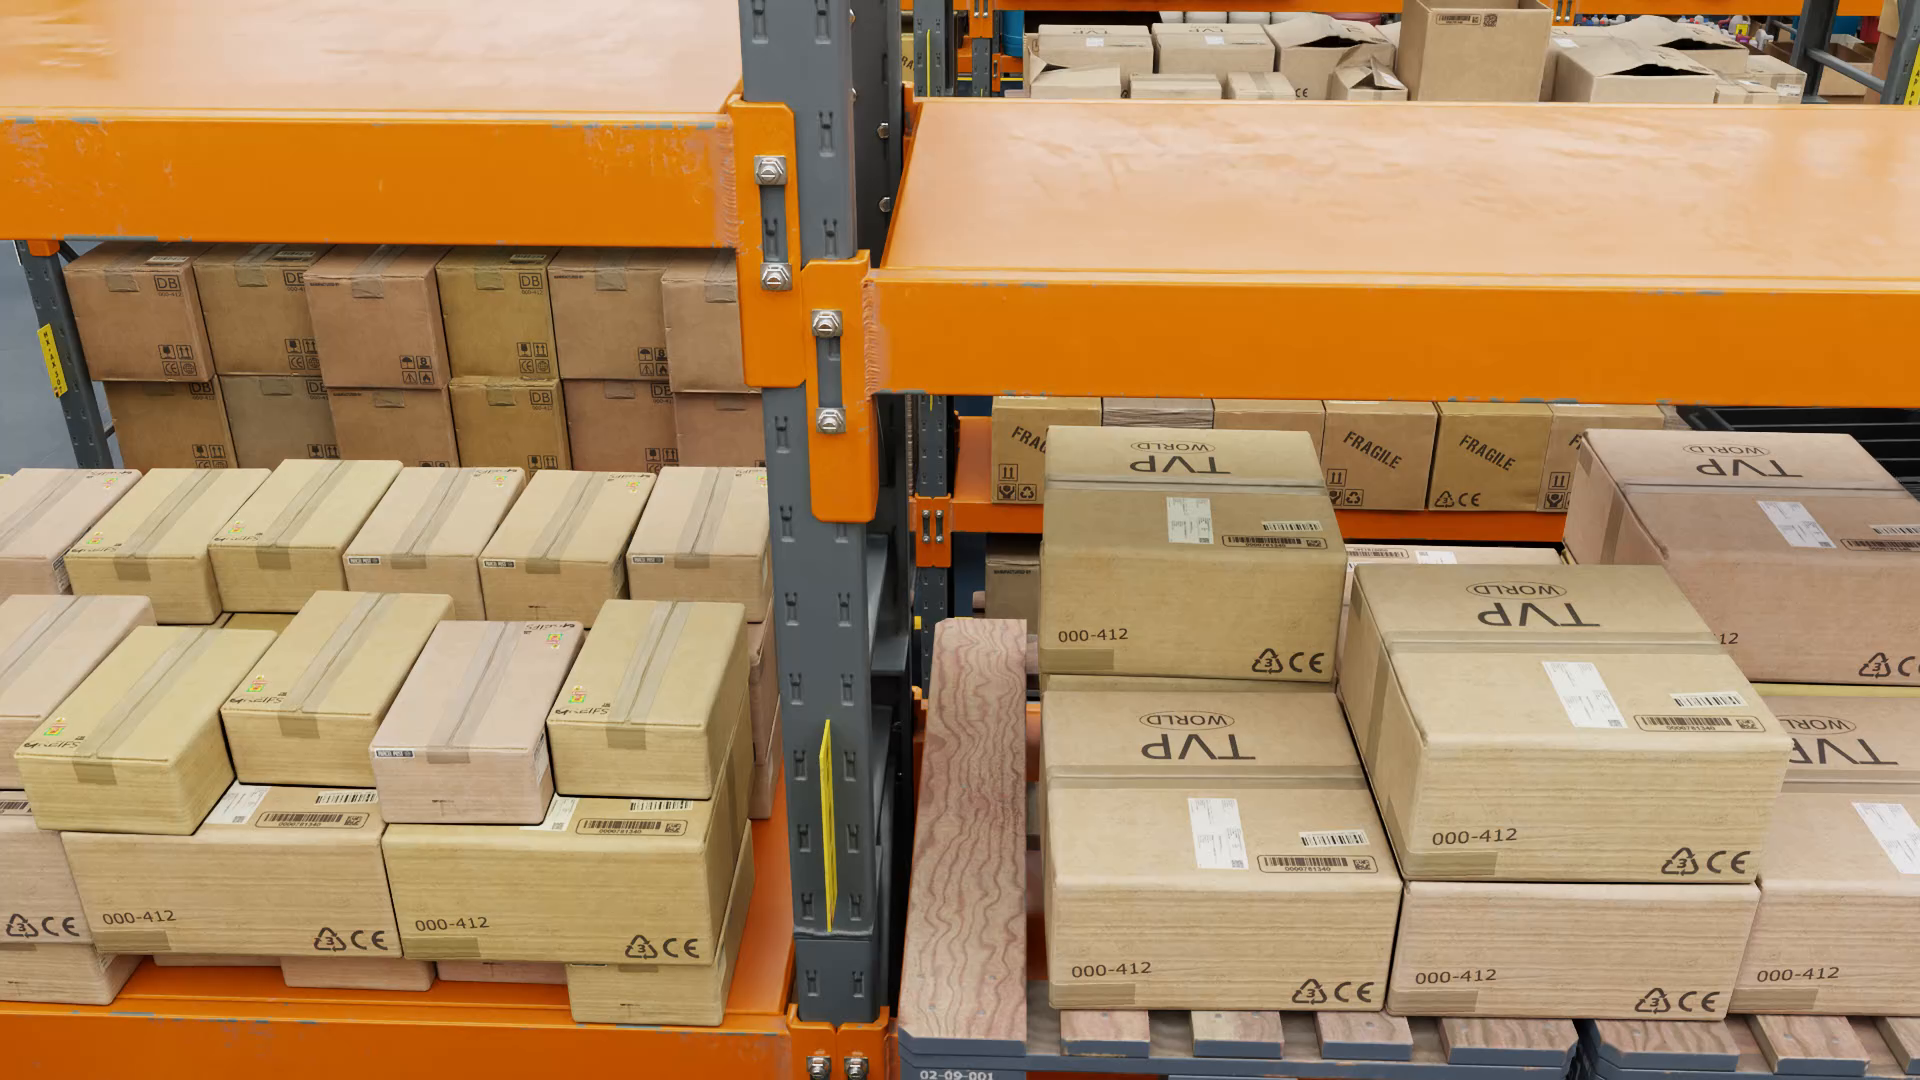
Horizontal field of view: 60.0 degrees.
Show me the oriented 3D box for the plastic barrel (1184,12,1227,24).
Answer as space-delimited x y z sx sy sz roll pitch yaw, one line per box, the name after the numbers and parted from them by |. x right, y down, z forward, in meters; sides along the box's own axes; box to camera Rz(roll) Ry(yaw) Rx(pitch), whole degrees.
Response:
2.454 -5.151 16.620 0.433 0.535 0.433 0 28 0 | plastic barrel

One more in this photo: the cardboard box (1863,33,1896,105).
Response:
4.467 -2.004 7.518 0.500 0.500 0.500 1 28 2 | cardboard box

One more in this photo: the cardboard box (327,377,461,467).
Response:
-2.630 -0.671 8.154 0.550 0.550 0.875 1 28 2 | cardboard box

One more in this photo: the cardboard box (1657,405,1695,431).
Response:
3.427 -0.451 7.791 0.500 0.500 0.500 1 28 2 | cardboard box

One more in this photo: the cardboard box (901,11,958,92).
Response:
-0.275 -3.655 12.450 0.500 0.500 0.500 1 28 2 | cardboard box

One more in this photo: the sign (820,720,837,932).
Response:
-0.196 0.428 2.485 0.005 0.325 0.100 1 28 2 | sign

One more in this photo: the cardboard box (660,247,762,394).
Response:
-1.032 -1.111 7.830 0.550 0.550 0.875 1 28 2 | cardboard box

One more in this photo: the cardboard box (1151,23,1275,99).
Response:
1.131 -2.162 7.528 0.500 0.250 0.500 1 28 1 | cardboard box

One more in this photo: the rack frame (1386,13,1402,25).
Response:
4.338 -5.163 16.787 0.127 3.000 1.000 1 28 2 | rack frame

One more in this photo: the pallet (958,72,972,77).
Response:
-0.274 -6.348 22.000 1.213 0.211 1.003 1 28 2 | pallet

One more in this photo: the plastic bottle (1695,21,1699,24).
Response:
7.220 -4.940 16.419 0.185 0.351 0.144 1 28 2 | plastic bottle

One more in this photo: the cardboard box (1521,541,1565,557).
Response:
3.282 0.232 8.564 0.750 0.750 1.050 1 28 1 | cardboard box

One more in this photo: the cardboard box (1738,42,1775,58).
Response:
5.544 -3.300 12.095 0.637 0.503 0.797 2 28 3 | cardboard box

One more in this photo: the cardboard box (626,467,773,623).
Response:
-0.487 0.003 3.256 0.250 0.149 0.380 0 28 1 | cardboard box

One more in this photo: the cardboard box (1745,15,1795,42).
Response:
10.392 -6.478 21.463 0.637 0.503 0.797 1 28 2 | cardboard box

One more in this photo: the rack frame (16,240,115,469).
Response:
-4.108 -0.657 8.287 0.127 3.000 1.000 1 28 2 | rack frame

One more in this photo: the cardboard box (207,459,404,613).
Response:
-1.274 -0.013 3.286 0.250 0.149 0.380 1 28 1 | cardboard box

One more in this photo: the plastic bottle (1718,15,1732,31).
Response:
7.851 -5.253 17.082 0.133 0.283 0.061 1 28 2 | plastic bottle

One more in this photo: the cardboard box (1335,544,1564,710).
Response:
0.910 0.236 3.112 0.500 0.250 0.500 1 28 2 | cardboard box

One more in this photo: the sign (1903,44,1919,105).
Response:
3.859 -1.854 6.705 0.005 0.325 0.100 1 28 2 | sign

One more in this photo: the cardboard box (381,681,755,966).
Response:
-0.637 0.456 2.827 0.500 0.250 0.500 1 28 1 | cardboard box

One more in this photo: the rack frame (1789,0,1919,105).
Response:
3.887 -3.175 6.632 0.127 3.000 1.000 1 28 2 | rack frame

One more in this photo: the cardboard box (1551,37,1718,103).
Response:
2.832 -1.917 7.001 0.500 0.311 0.500 1 28 2 | cardboard box

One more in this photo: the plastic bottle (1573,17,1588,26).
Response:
6.175 -5.029 16.586 0.185 0.351 0.144 1 28 2 | plastic bottle

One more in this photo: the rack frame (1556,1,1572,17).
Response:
4.163 -2.845 12.414 0.127 3.000 1.000 1 28 2 | rack frame

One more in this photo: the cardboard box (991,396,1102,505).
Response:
0.406 -0.500 7.884 0.500 0.500 0.500 1 28 2 | cardboard box

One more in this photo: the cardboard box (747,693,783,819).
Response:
-0.490 0.392 3.373 0.250 0.149 0.380 1 28 1 | cardboard box

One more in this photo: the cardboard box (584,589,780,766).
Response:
-0.614 0.202 3.306 0.500 0.250 0.500 0 28 1 | cardboard box

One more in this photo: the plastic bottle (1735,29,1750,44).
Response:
7.697 -4.883 16.383 0.133 0.283 0.061 1 28 2 | plastic bottle

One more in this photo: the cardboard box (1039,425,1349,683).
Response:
0.400 0.012 2.999 0.500 0.250 0.500 2 28 3 | cardboard box

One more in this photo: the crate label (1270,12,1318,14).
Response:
3.355 -5.322 17.048 0.616 0.435 0.502 1 28 2 | crate label

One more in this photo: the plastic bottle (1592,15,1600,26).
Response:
6.517 -5.261 17.110 0.097 0.271 0.097 0 28 0 | plastic bottle

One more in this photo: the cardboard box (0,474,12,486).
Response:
-2.044 0.016 3.231 0.250 0.149 0.380 1 28 3 | cardboard box

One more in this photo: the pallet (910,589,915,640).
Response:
-0.868 0.592 8.908 1.213 0.211 1.003 1 28 2 | pallet

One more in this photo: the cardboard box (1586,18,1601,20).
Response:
8.011 -6.379 21.281 0.500 0.500 0.500 1 28 2 | cardboard box

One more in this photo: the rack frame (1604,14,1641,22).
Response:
8.514 -7.415 21.036 0.127 3.000 1.000 1 28 2 | rack frame

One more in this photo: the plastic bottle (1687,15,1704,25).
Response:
7.521 -5.234 17.054 0.135 0.276 0.152 1 28 2 | plastic bottle

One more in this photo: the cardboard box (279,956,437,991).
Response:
-1.016 0.613 2.957 0.250 0.149 0.380 1 28 2 | cardboard box

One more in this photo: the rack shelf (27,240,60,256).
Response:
-2.109 -1.631 7.690 4.000 0.370 1.077 1 28 2 | rack shelf

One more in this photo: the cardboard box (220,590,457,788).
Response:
-1.028 0.244 2.802 0.250 0.149 0.380 2 28 3 | cardboard box

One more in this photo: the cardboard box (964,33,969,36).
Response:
0.048 -6.424 21.652 0.500 0.250 0.500 1 28 2 | cardboard box

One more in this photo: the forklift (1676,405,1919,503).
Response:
3.074 0.576 6.035 3.031 2.935 1.130 -1 28 -2 | forklift

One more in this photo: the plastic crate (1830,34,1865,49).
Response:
8.795 -4.932 16.569 0.243 0.136 0.396 1 28 2 | plastic crate

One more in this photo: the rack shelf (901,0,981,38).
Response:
-1.833 -3.951 12.067 4.000 0.370 1.077 1 28 2 | rack shelf

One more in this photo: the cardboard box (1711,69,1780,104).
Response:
3.281 -1.883 7.092 0.250 0.166 0.380 1 28 2 | cardboard box

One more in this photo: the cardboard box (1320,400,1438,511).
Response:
1.917 -0.474 7.835 0.500 0.500 0.500 1 28 3 | cardboard box

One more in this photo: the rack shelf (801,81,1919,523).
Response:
1.815 -0.395 2.583 4.000 0.370 1.077 1 28 2 | rack shelf

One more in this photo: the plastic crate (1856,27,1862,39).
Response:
9.463 -5.109 16.915 0.590 0.125 0.437 1 28 2 | plastic crate

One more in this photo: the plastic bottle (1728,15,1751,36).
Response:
7.955 -5.233 16.972 0.185 0.351 0.144 1 28 2 | plastic bottle

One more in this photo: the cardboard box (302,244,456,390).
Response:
-2.631 -1.137 7.880 0.550 0.550 0.875 1 28 2 | cardboard box

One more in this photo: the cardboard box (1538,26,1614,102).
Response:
2.671 -2.137 7.480 0.500 0.250 0.500 2 28 3 | cardboard box

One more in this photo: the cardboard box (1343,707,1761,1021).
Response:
0.893 0.489 2.635 0.500 0.250 0.500 1 28 1 | cardboard box

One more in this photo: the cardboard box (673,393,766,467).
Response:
-1.030 -0.656 8.125 0.550 0.550 0.875 1 28 2 | cardboard box

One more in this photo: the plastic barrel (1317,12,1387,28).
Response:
3.863 -5.089 16.502 0.708 0.536 0.600 1 28 2 | plastic barrel

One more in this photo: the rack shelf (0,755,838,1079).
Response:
-2.183 0.687 3.316 4.000 0.370 1.077 1 28 2 | rack shelf
